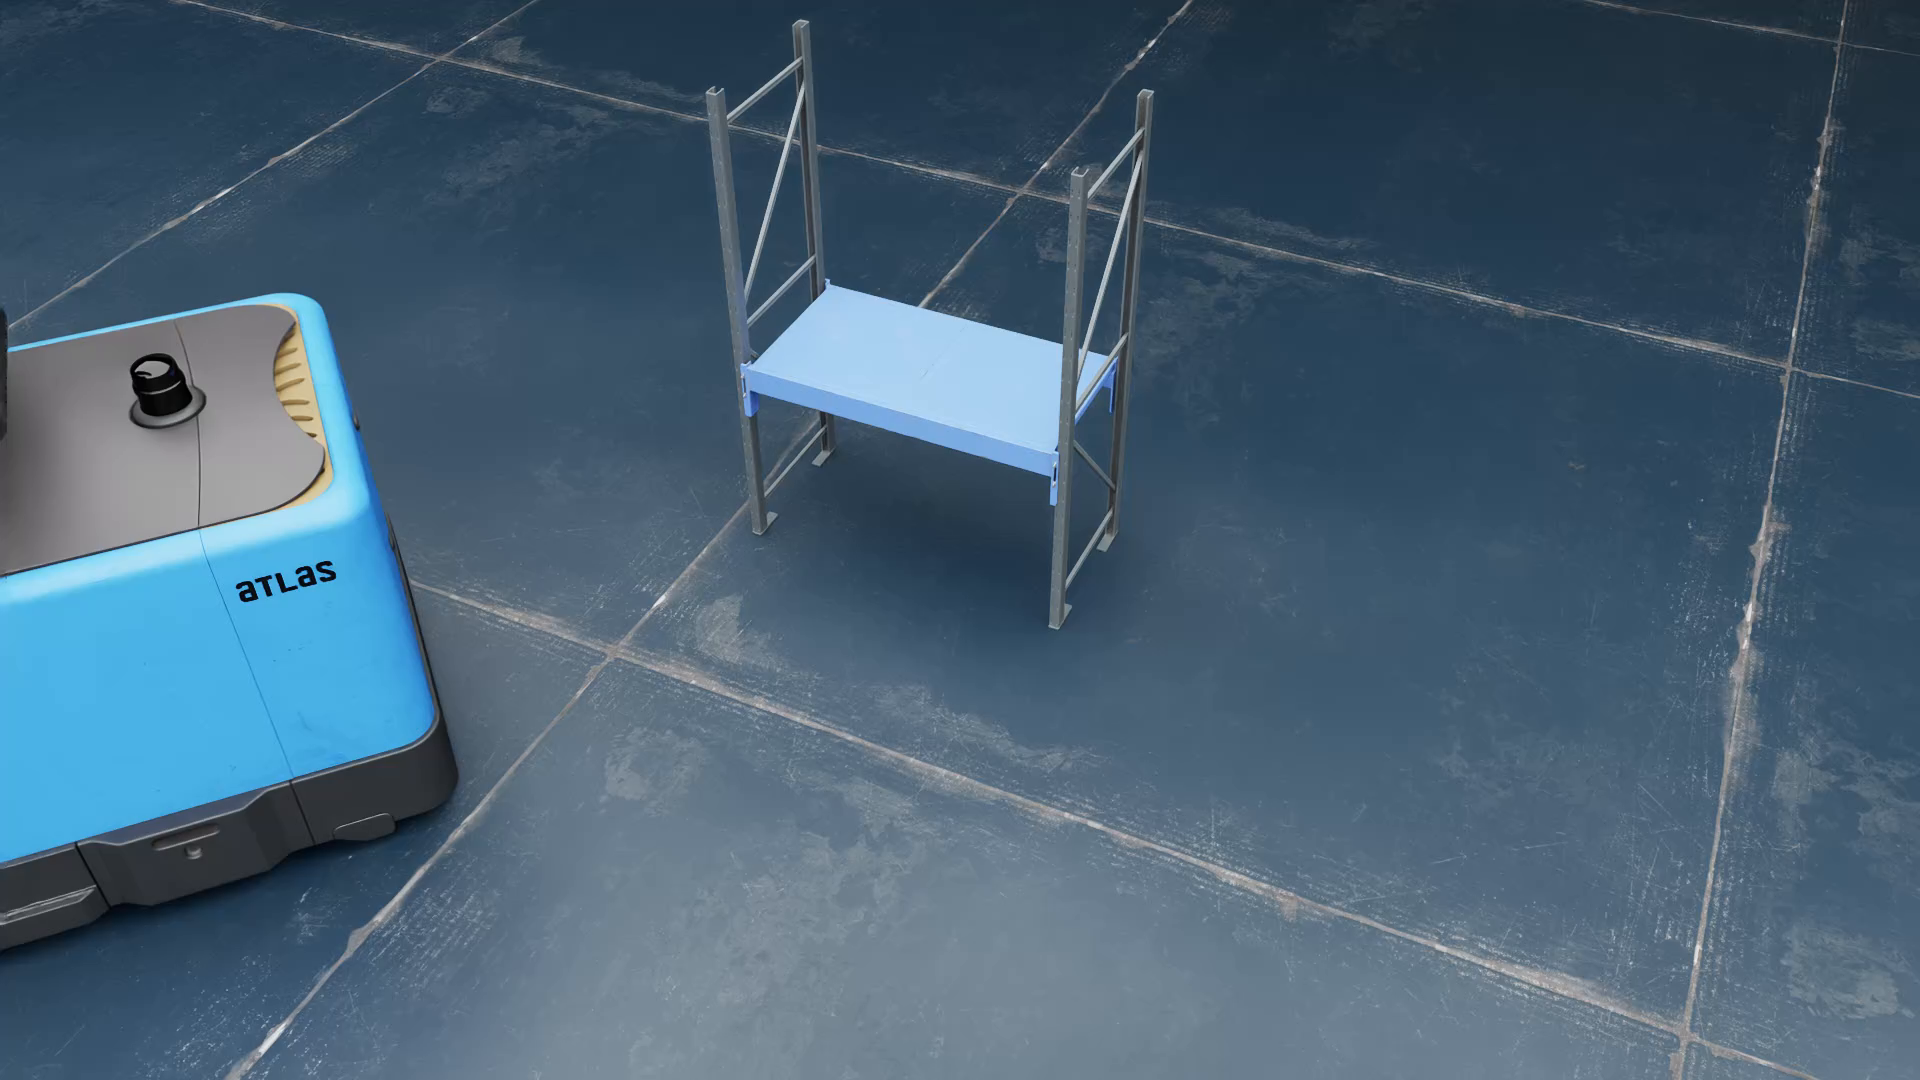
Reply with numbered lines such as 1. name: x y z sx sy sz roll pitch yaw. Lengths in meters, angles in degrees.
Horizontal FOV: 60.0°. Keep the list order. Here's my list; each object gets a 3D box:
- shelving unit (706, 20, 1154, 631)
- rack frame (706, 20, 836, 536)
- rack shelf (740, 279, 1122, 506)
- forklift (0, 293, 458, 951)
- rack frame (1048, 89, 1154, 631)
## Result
1. shelving unit: -0.077 -0.590 4.786 1.048 1.500 0.538 17 44 19
2. rack frame: -0.538 -0.731 4.948 0.032 1.500 0.500 17 44 19
3. rack shelf: -0.077 -0.454 4.904 1.000 0.185 0.538 17 44 19
4. forklift: -2.895 -0.299 3.357 3.031 2.935 1.130 -16 43 -17
5. rack frame: 0.383 -0.450 4.624 0.032 1.500 0.500 17 44 19
